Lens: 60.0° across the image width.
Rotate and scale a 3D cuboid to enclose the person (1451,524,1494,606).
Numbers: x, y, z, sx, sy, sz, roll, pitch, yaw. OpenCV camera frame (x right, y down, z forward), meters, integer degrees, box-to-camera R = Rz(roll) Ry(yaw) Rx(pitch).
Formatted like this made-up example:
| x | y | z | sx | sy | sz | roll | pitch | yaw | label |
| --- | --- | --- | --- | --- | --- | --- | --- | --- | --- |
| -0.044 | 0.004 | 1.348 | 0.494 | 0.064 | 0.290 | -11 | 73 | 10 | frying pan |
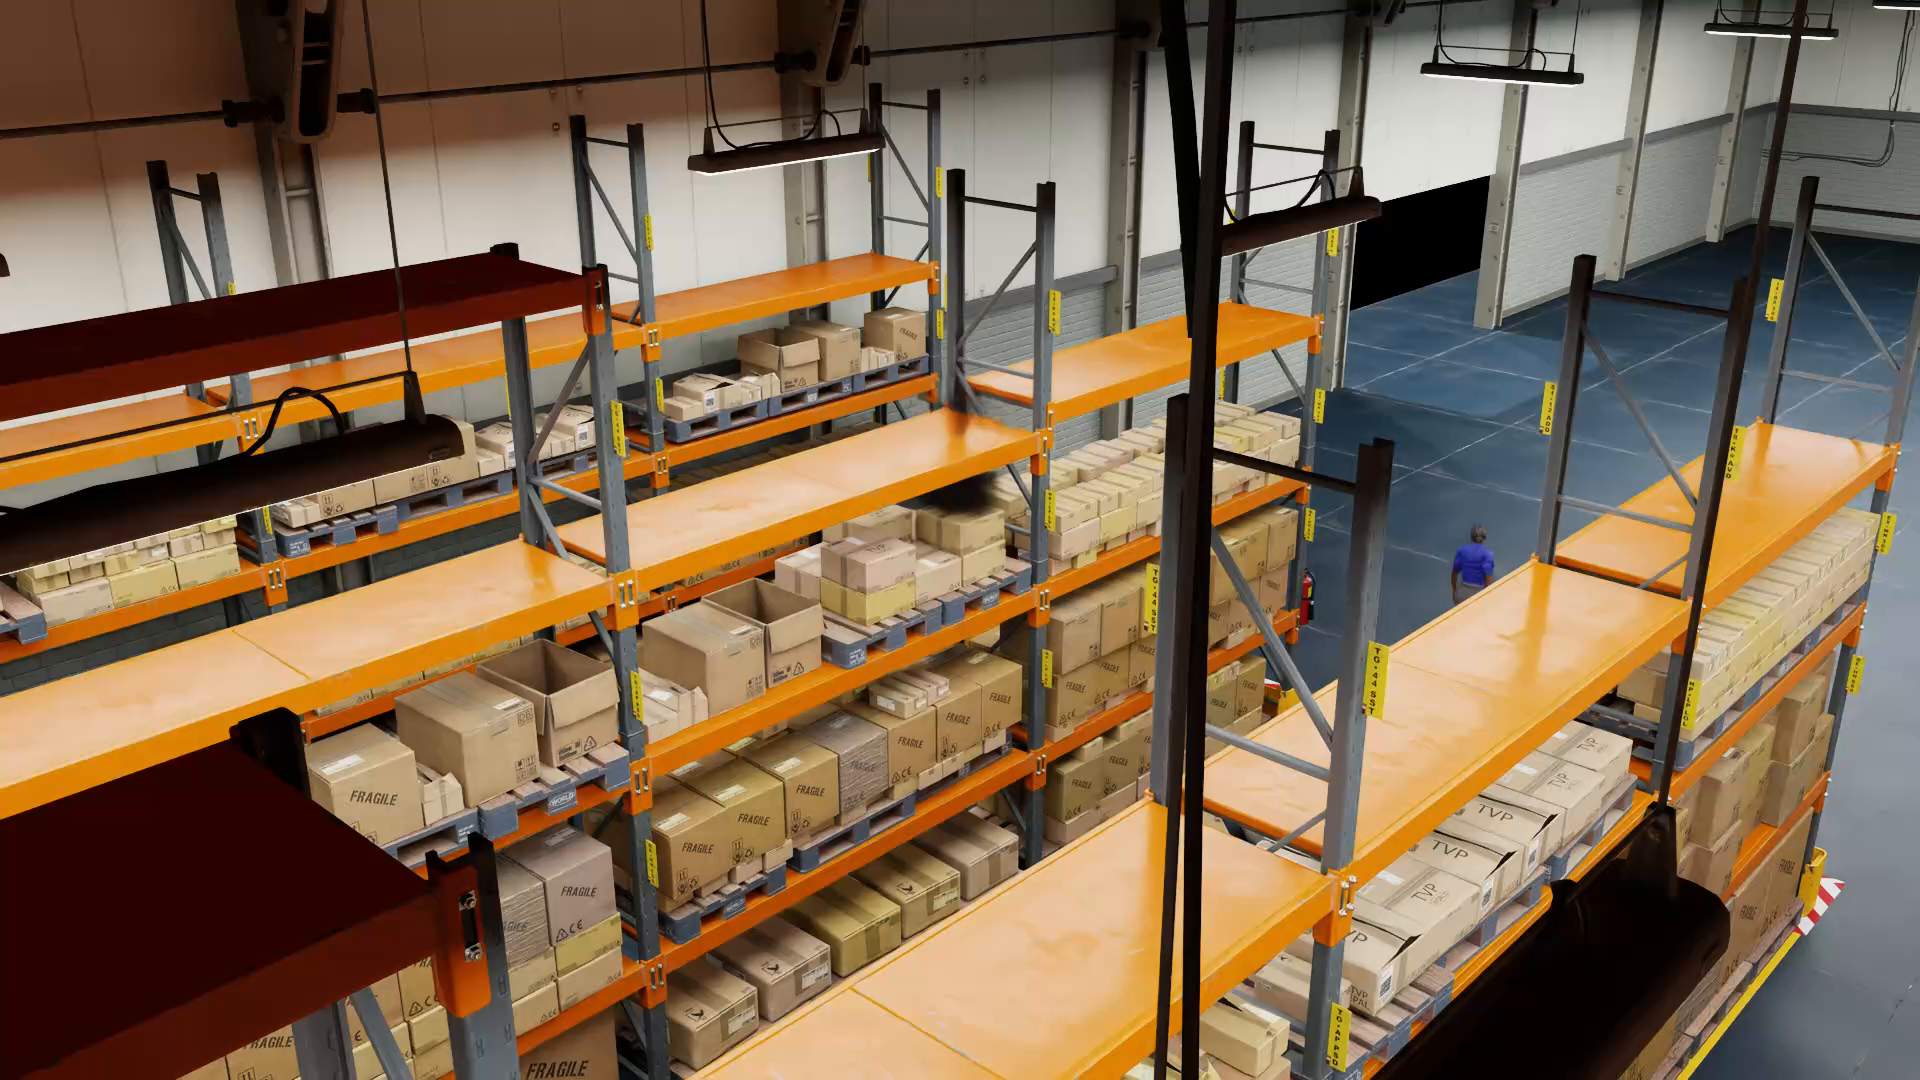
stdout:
| x | y | z | sx | sy | sz | roll | pitch | yaw | label |
| --- | --- | --- | --- | --- | --- | --- | --- | --- | --- |
| 5.590 | 0.664 | 18.125 | 0.613 | 1.613 | 0.530 | 16 | 26 | 36 | person |
